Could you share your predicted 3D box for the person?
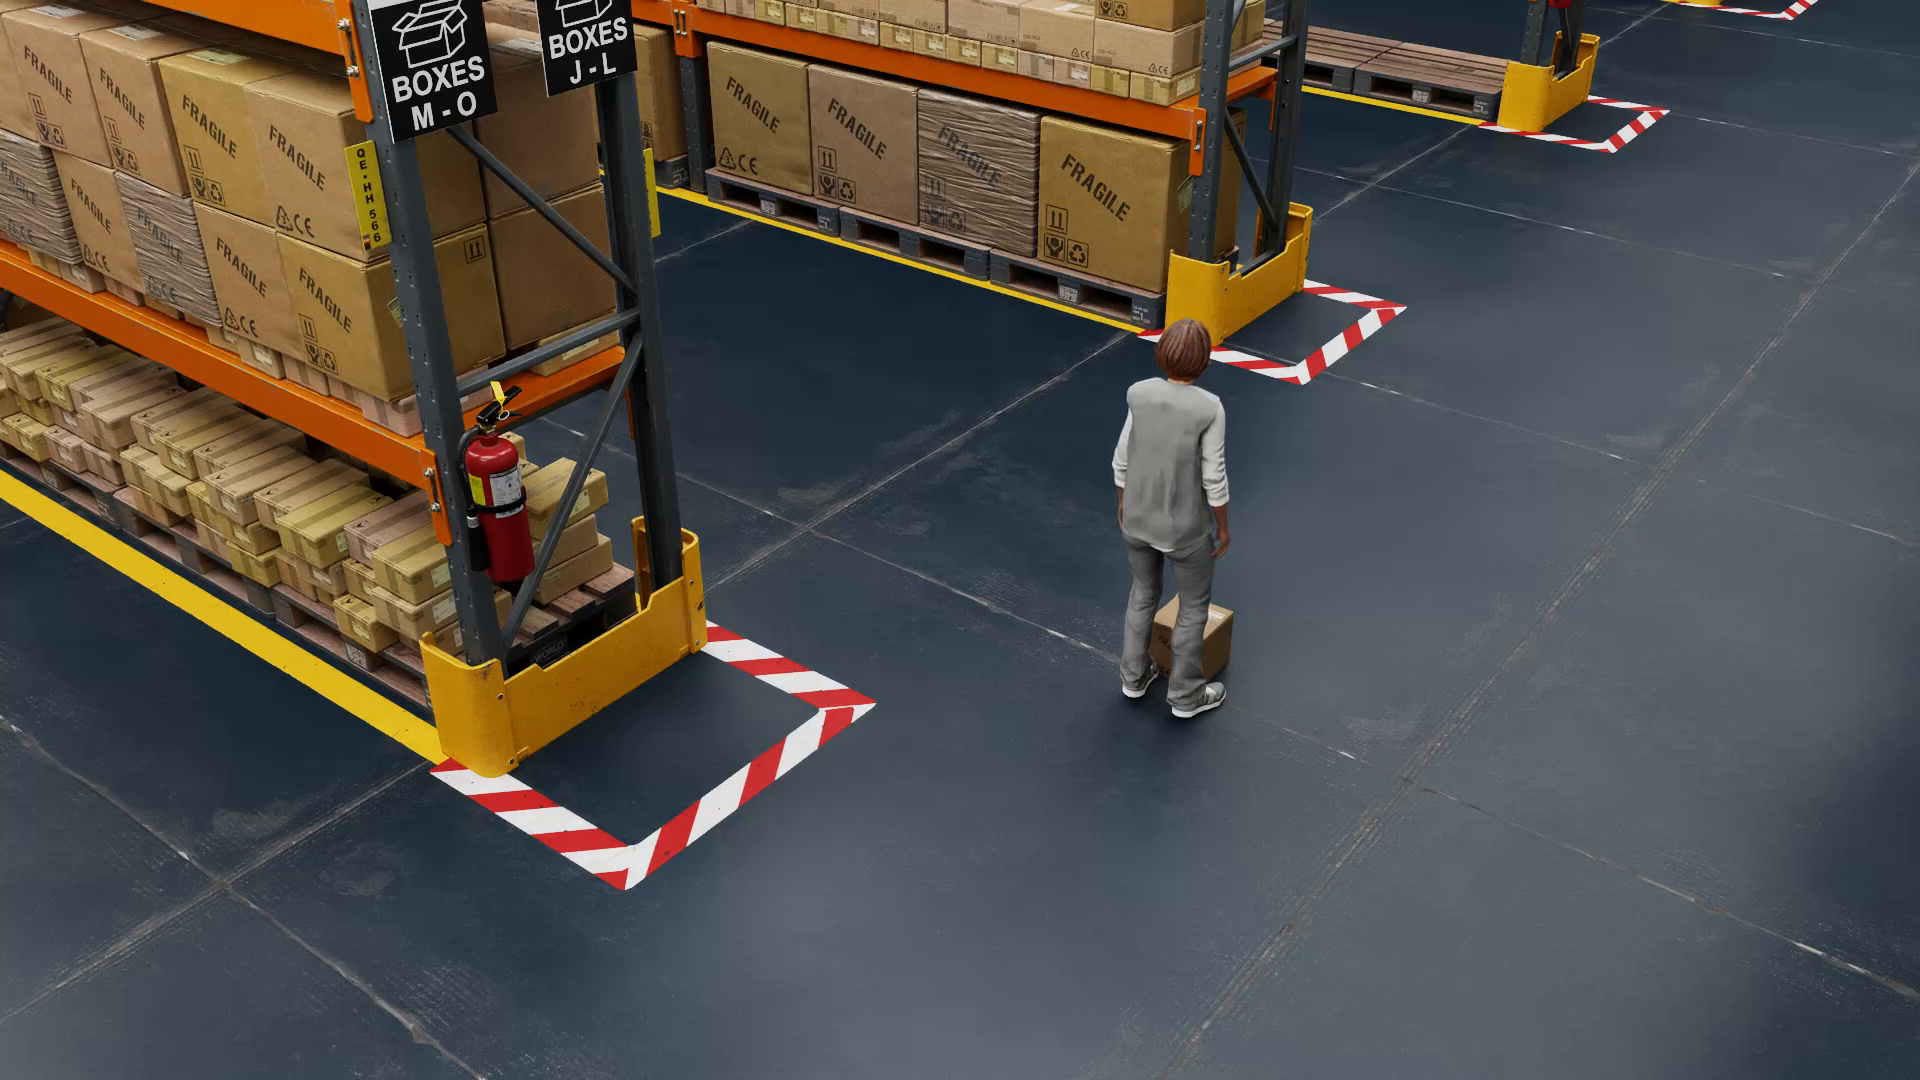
[{"bbox_3d":[0.791,-0.057,6.248,0.484,1.582,0.340,20,36,29],"label":"person"}]
